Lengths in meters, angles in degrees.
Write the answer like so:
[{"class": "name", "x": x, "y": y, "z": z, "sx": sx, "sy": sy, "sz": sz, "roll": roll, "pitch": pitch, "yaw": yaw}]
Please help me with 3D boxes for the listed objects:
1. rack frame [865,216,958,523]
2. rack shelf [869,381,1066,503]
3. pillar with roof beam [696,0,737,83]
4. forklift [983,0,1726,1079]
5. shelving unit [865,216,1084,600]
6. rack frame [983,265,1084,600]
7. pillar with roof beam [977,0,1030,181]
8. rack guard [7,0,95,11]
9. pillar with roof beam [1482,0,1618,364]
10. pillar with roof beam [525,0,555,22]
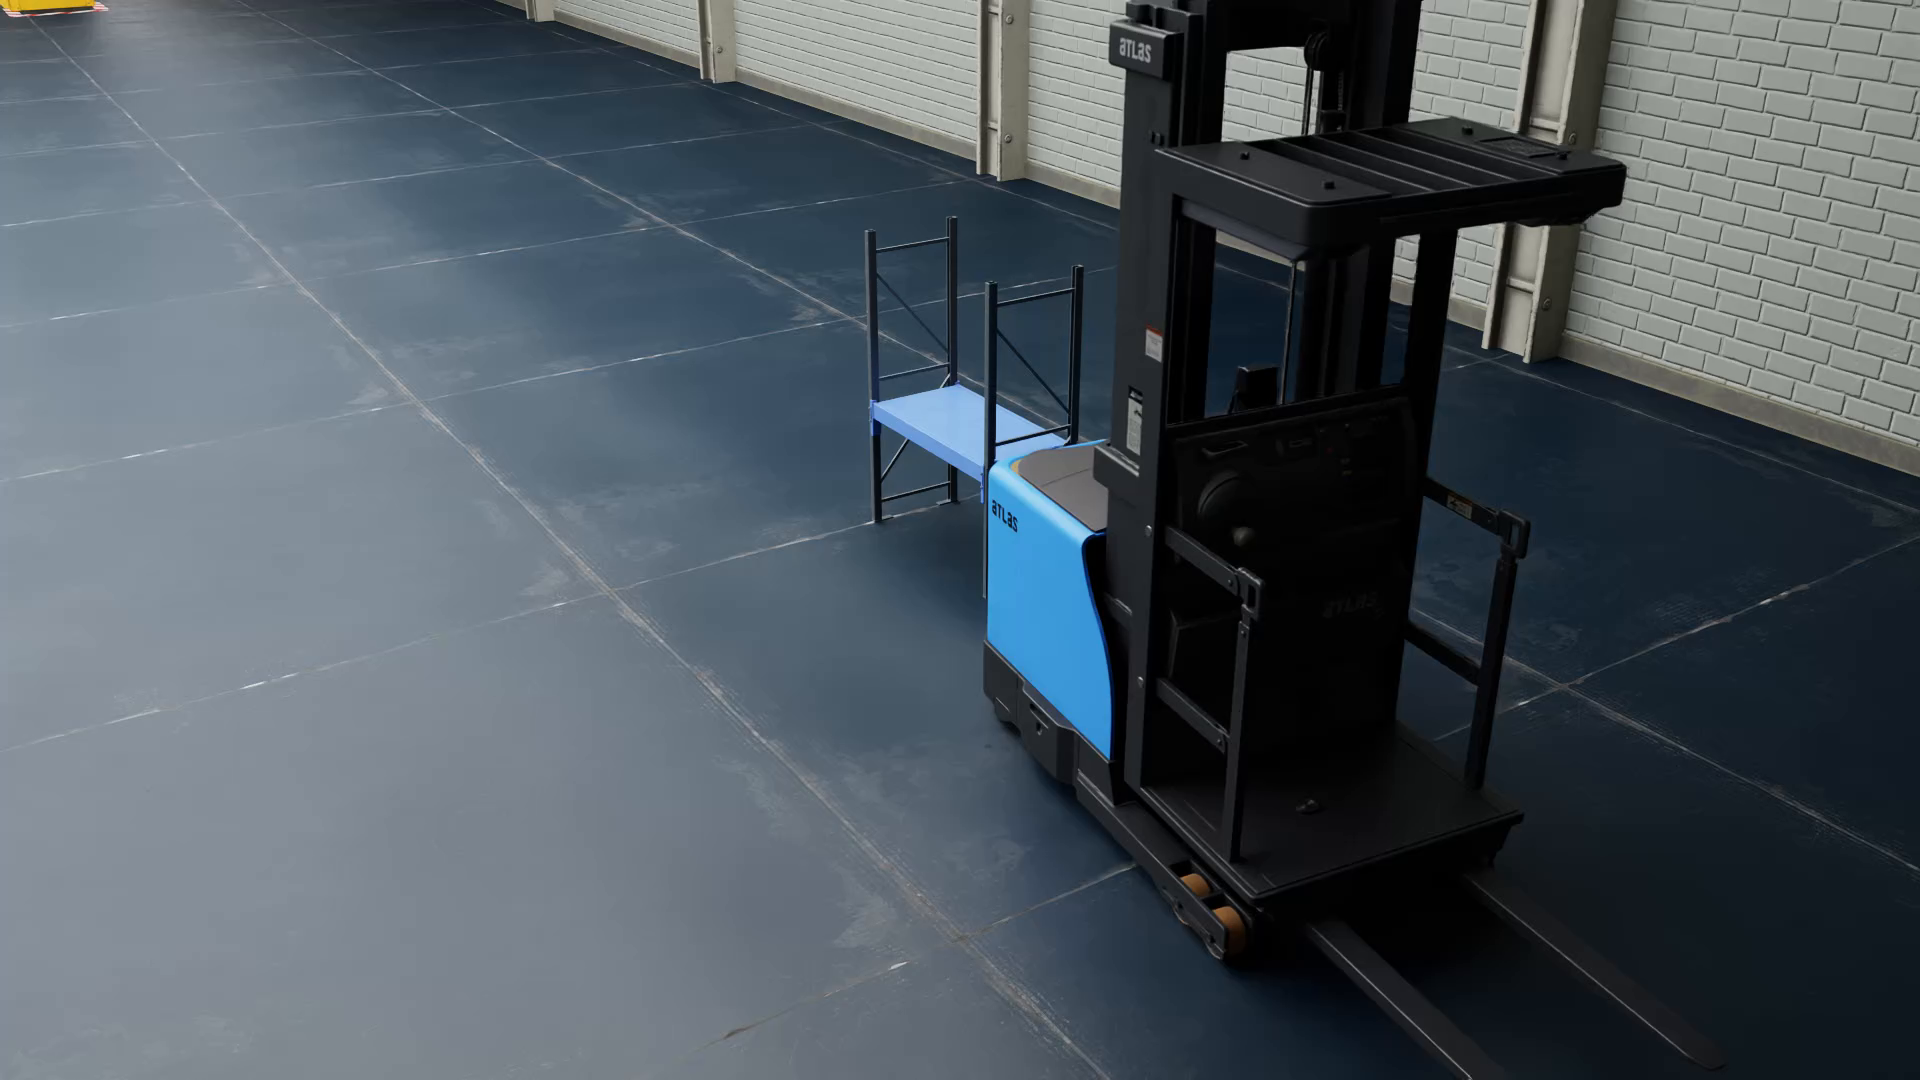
[{"class": "rack frame", "x": -0.231, "y": -0.830, "z": 8.250, "sx": 0.500, "sy": 1.500, "sz": 0.032, "roll": -16, "pitch": 29, "yaw": -30}, {"class": "rack shelf", "x": 0.047, "y": -0.485, "z": 7.942, "sx": 0.538, "sy": 0.185, "sz": 1.000, "roll": -16, "pitch": 29, "yaw": -30}, {"class": "pillar with roof beam", "x": -6.494, "y": -8.593, "z": 15.911, "sx": 9.100, "sy": 9.000, "sz": 0.400, "roll": -16, "pitch": 29, "yaw": -30}, {"class": "forklift", "x": 1.185, "y": -0.185, "z": 5.209, "sx": 1.130, "sy": 2.935, "sz": 3.031, "roll": -12, "pitch": 28, "yaw": -23}, {"class": "shelving unit", "x": 0.047, "y": -0.648, "z": 7.865, "sx": 0.538, "sy": 1.500, "sz": 1.048, "roll": -16, "pitch": 29, "yaw": -30}, {"class": "rack frame", "x": 0.324, "y": -0.466, "z": 7.480, "sx": 0.500, "sy": 1.500, "sz": 0.032, "roll": -16, "pitch": 29, "yaw": -30}, {"class": "pillar with roof beam", "x": -3.219, "y": -6.447, "z": 11.365, "sx": 9.100, "sy": 9.000, "sz": 0.400, "roll": -16, "pitch": 29, "yaw": -30}, {"class": "rack guard", "x": -14.012, "y": -8.455, "z": 25.575, "sx": 1.175, "sy": 0.500, "sz": 0.348, "roll": -16, "pitch": 29, "yaw": -30}, {"class": "pillar with roof beam", "x": 0.056, "y": -4.301, "z": 6.819, "sx": 9.100, "sy": 9.000, "sz": 0.400, "roll": -16, "pitch": 29, "yaw": -30}, {"class": "pillar with roof beam", "x": -9.770, "y": -10.739, "z": 20.457, "sx": 9.100, "sy": 9.000, "sz": 0.400, "roll": -16, "pitch": 29, "yaw": -30}]
